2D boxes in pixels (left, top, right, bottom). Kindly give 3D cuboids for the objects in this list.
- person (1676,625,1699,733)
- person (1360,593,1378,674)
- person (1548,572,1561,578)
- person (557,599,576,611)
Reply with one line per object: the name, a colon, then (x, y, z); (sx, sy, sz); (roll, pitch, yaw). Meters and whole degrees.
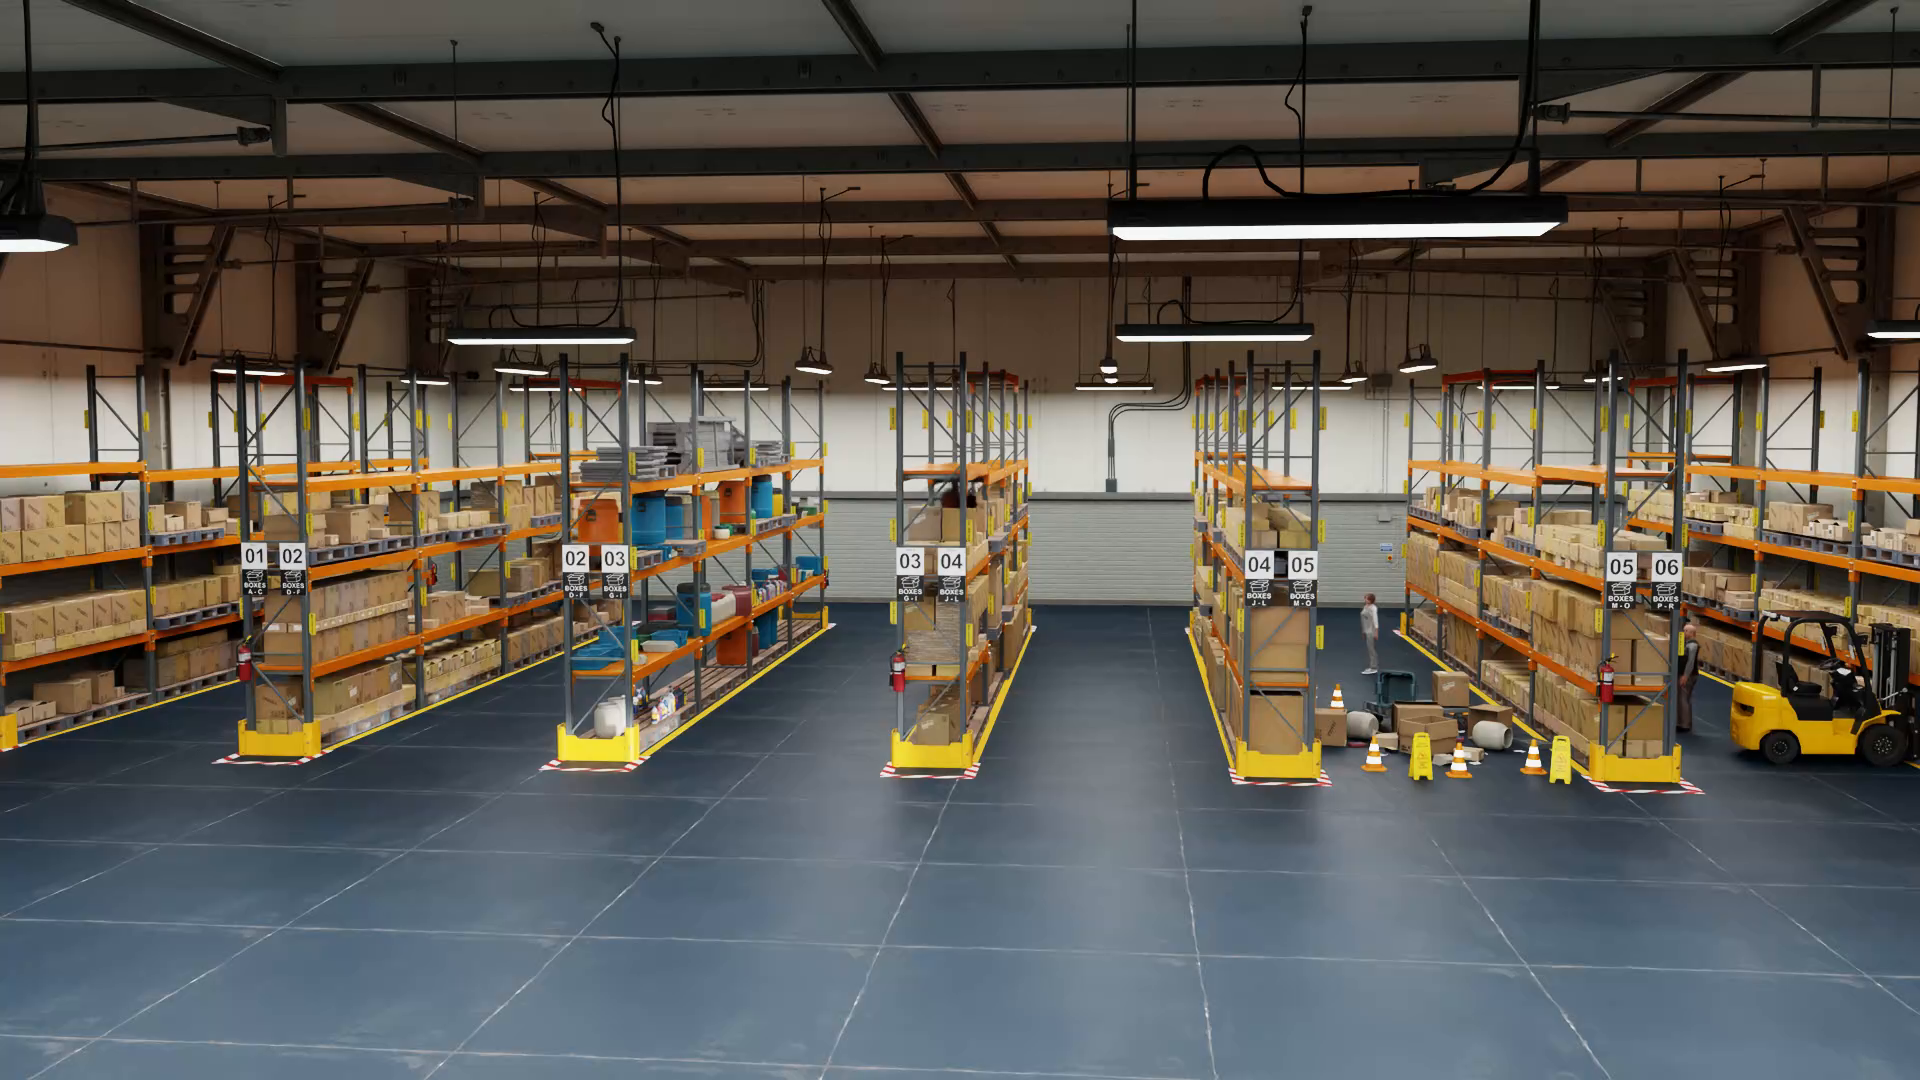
person: (11.750, 2.239, 26.936); (0.429, 1.733, 0.609); (3, 5, 37)
person: (8.148, 1.851, 33.102); (0.351, 1.602, 0.459); (0, 4, 6)
person: (13.530, 1.400, 38.146); (0.429, 1.794, 0.579); (0, 4, -3)
person: (-9.984, 1.212, 42.026); (0.486, 1.609, 0.512); (0, 4, 3)
